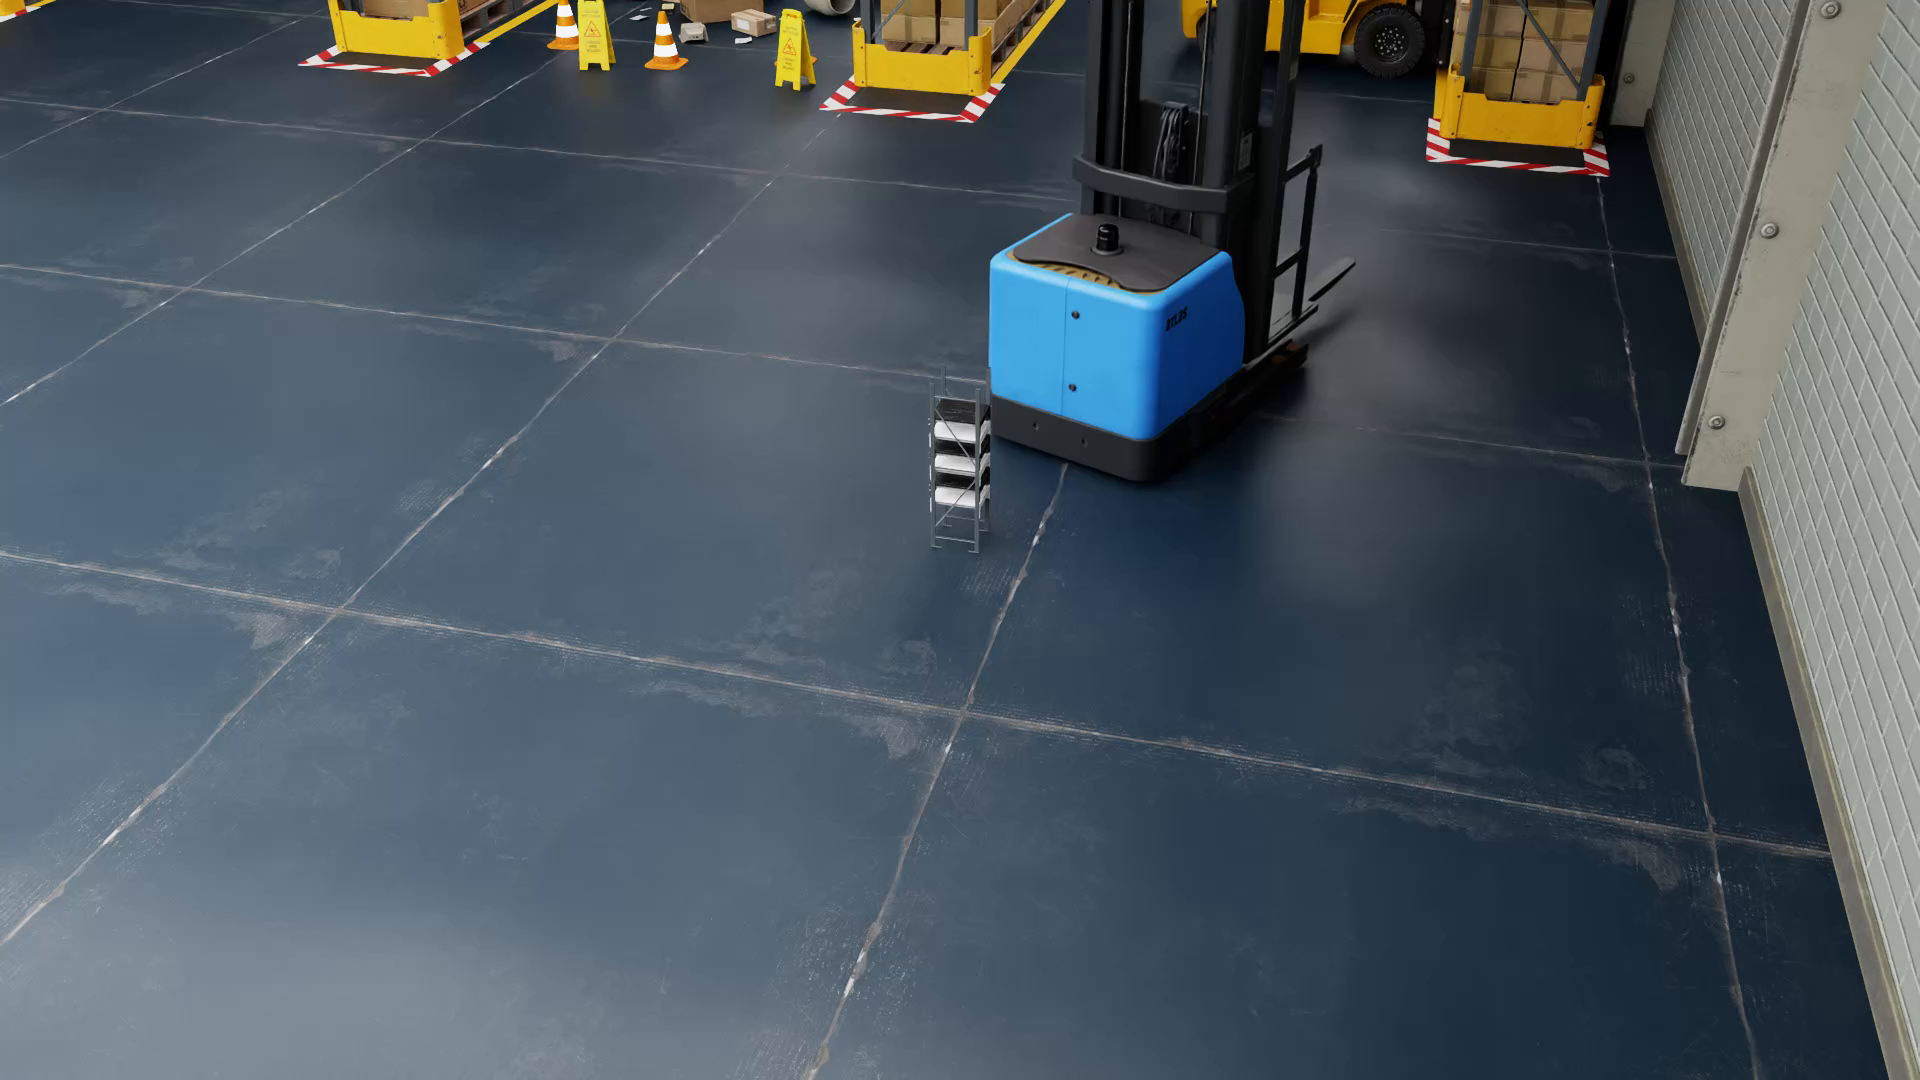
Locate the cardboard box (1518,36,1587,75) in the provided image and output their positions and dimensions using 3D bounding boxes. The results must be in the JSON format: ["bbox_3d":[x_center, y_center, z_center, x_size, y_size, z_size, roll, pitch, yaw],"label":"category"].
[{"bbox_3d":[4.776,-3.957,13.383,0.500,0.250,0.500,9,33,13],"label":"cardboard box"}]

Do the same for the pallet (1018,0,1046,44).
[{"bbox_3d":[0.225,-5.097,16.072,1.003,0.211,1.213,8,33,12],"label":"pallet"}]

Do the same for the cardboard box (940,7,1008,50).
[{"bbox_3d":[0.126,-4.585,14.837,0.500,0.250,0.500,8,33,12],"label":"cardboard box"}]

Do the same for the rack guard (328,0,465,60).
[{"bbox_3d":[-5.166,-4.741,15.242,1.175,0.500,0.348,8,33,12],"label":"rack guard"}]

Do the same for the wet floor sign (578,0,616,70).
[{"bbox_3d":[-3.252,-4.530,14.775,0.267,0.644,0.232,3,33,4],"label":"wet floor sign"}]

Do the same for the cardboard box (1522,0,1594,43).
[{"bbox_3d":[4.761,-4.176,13.262,0.500,0.250,0.500,8,33,12],"label":"cardboard box"}]

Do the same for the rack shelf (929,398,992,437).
[{"bbox_3d":[0.002,-0.584,7.888,0.258,0.077,0.200,8,33,12],"label":"rack shelf"}]

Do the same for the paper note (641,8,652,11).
[{"bbox_3d":[-3.126,-5.282,16.549,0.032,0.001,0.123,28,42,36],"label":"paper note"}]

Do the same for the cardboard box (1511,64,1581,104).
[{"bbox_3d":[4.769,-3.758,13.537,0.500,0.250,0.500,8,33,13],"label":"cardboard box"}]

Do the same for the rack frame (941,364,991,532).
[{"bbox_3d":[0.028,-0.437,8.098,0.240,0.900,0.006,8,33,12],"label":"rack frame"}]

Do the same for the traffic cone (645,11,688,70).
[{"bbox_3d":[-2.645,-4.490,14.881,0.336,0.463,0.334,8,33,12],"label":"traffic cone"}]

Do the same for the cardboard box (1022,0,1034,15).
[{"bbox_3d":[0.389,-5.133,15.701,0.500,0.250,0.500,10,34,16],"label":"cardboard box"}]

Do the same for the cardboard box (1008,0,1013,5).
[{"bbox_3d":[0.260,-5.186,15.083,0.500,0.500,0.500,7,33,11],"label":"cardboard box"}]

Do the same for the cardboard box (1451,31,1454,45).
[{"bbox_3d":[4.650,-4.605,14.869,0.500,0.250,0.500,9,34,14],"label":"cardboard box"}]

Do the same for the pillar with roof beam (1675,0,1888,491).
[{"bbox_3d":[-0.183,-4.756,7.343,9.100,9.000,0.400,8,33,12],"label":"pillar with roof beam"}]

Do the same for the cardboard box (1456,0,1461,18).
[{"bbox_3d":[4.395,-4.499,13.771,0.500,0.250,0.500,9,33,13],"label":"cardboard box"}]

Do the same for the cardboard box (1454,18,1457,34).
[{"bbox_3d":[4.414,-4.295,13.915,0.500,0.250,0.500,8,33,12],"label":"cardboard box"}]

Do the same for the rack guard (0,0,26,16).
[{"bbox_3d":[-9.913,-5.521,16.468,1.175,0.500,0.348,8,33,12],"label":"rack guard"}]

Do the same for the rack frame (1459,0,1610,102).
[{"bbox_3d":[4.456,-4.513,12.553,1.000,3.000,0.127,8,33,12],"label":"rack frame"}]

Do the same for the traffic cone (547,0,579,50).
[{"bbox_3d":[-3.652,-4.820,15.401,0.336,0.463,0.334,8,33,12],"label":"traffic cone"}]

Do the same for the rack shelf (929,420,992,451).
[{"bbox_3d":[0.002,-0.508,7.937,0.258,0.077,0.200,8,33,12],"label":"rack shelf"}]

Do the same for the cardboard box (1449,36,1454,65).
[{"bbox_3d":[4.405,-4.074,14.033,0.500,0.250,0.500,8,33,12],"label":"cardboard box"}]

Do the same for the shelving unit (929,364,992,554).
[{"bbox_3d":[0.002,-0.384,8.015,0.258,0.900,0.210,8,33,12],"label":"shelving unit"}]

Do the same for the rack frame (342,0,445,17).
[{"bbox_3d":[-5.160,-5.808,14.591,1.000,3.000,0.127,8,33,12],"label":"rack frame"}]

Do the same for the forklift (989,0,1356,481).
[{"bbox_3d":[1.396,-2.282,9.108,1.130,2.935,3.031,21,38,29],"label":"forklift"}]

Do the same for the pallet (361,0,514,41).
[{"bbox_3d":[-5.033,-5.057,16.008,1.003,0.211,1.213,8,33,12],"label":"pallet"}]

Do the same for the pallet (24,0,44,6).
[{"bbox_3d":[-9.673,-5.816,17.201,1.003,0.211,1.213,8,33,12],"label":"pallet"}]

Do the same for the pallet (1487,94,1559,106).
[{"bbox_3d":[4.609,-3.739,13.934,1.003,0.211,1.213,8,33,12],"label":"pallet"}]

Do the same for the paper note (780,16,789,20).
[{"bbox_3d":[-1.671,-5.111,16.272,0.148,0.019,0.142,20,38,29],"label":"paper note"}]

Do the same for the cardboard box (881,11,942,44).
[{"bbox_3d":[-0.396,-4.672,14.975,0.500,0.250,0.500,8,33,12],"label":"cardboard box"}]

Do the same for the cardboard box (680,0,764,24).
[{"bbox_3d":[-2.350,-5.390,16.259,0.797,0.503,0.637,-14,35,-21],"label":"cardboard box"}]

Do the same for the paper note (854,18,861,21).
[{"bbox_3d":[-0.959,-5.080,16.212,0.142,0.019,0.148,-3,33,-4],"label":"paper note"}]

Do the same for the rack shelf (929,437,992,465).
[{"bbox_3d":[0.002,-0.432,7.985,0.258,0.077,0.200,8,33,12],"label":"rack shelf"}]

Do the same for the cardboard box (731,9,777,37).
[{"bbox_3d":[-1.968,-4.939,15.880,0.380,0.149,0.250,28,42,36],"label":"cardboard box"}]
